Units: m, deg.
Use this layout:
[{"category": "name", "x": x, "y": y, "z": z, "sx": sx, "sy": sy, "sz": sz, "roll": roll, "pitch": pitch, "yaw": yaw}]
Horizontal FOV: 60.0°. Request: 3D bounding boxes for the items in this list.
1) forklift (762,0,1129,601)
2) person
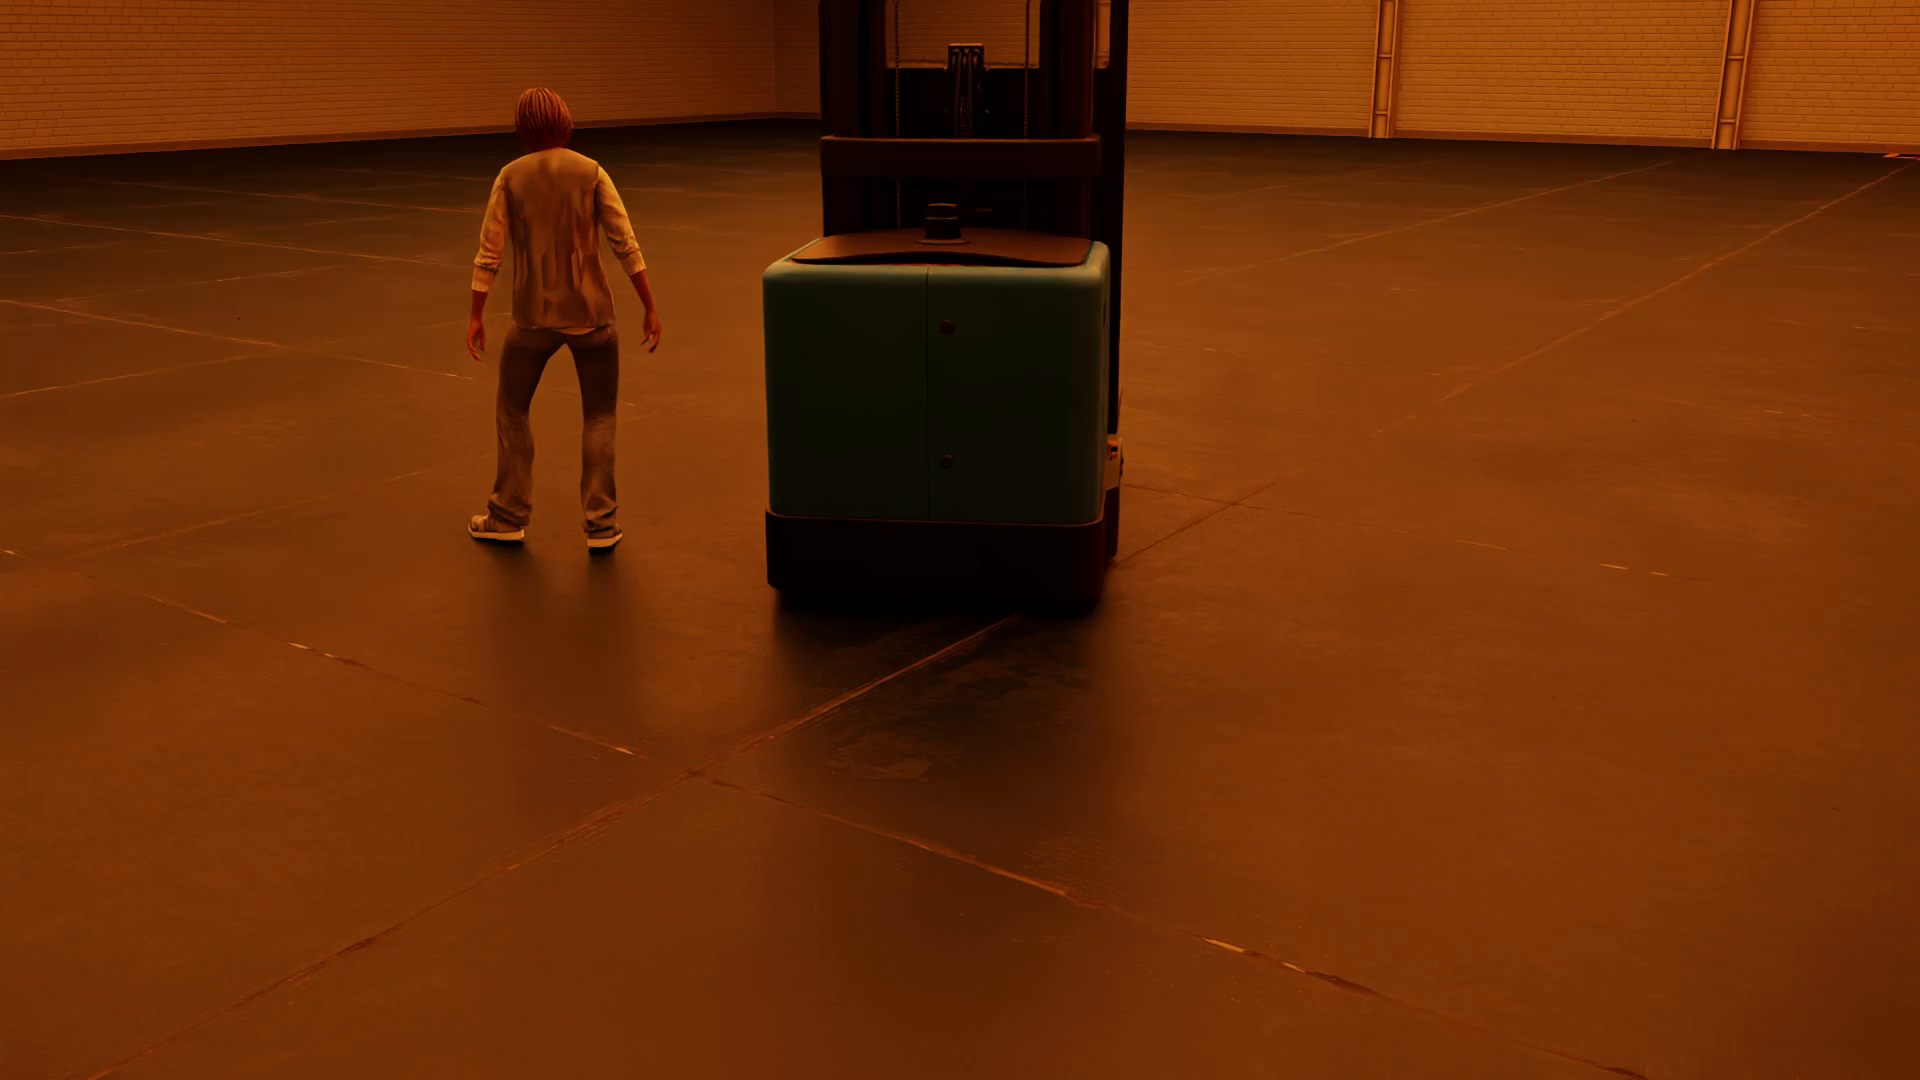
[{"category": "forklift", "x": 0.076, "y": -1.592, "z": 6.157, "sx": 1.130, "sy": 2.935, "sz": 3.031, "roll": 2, "pitch": 17, "yaw": 6}, {"category": "person", "x": -1.398, "y": -0.741, "z": 5.725, "sx": 0.725, "sy": 1.564, "sz": 0.387, "roll": -3, "pitch": 17, "yaw": -9}]
